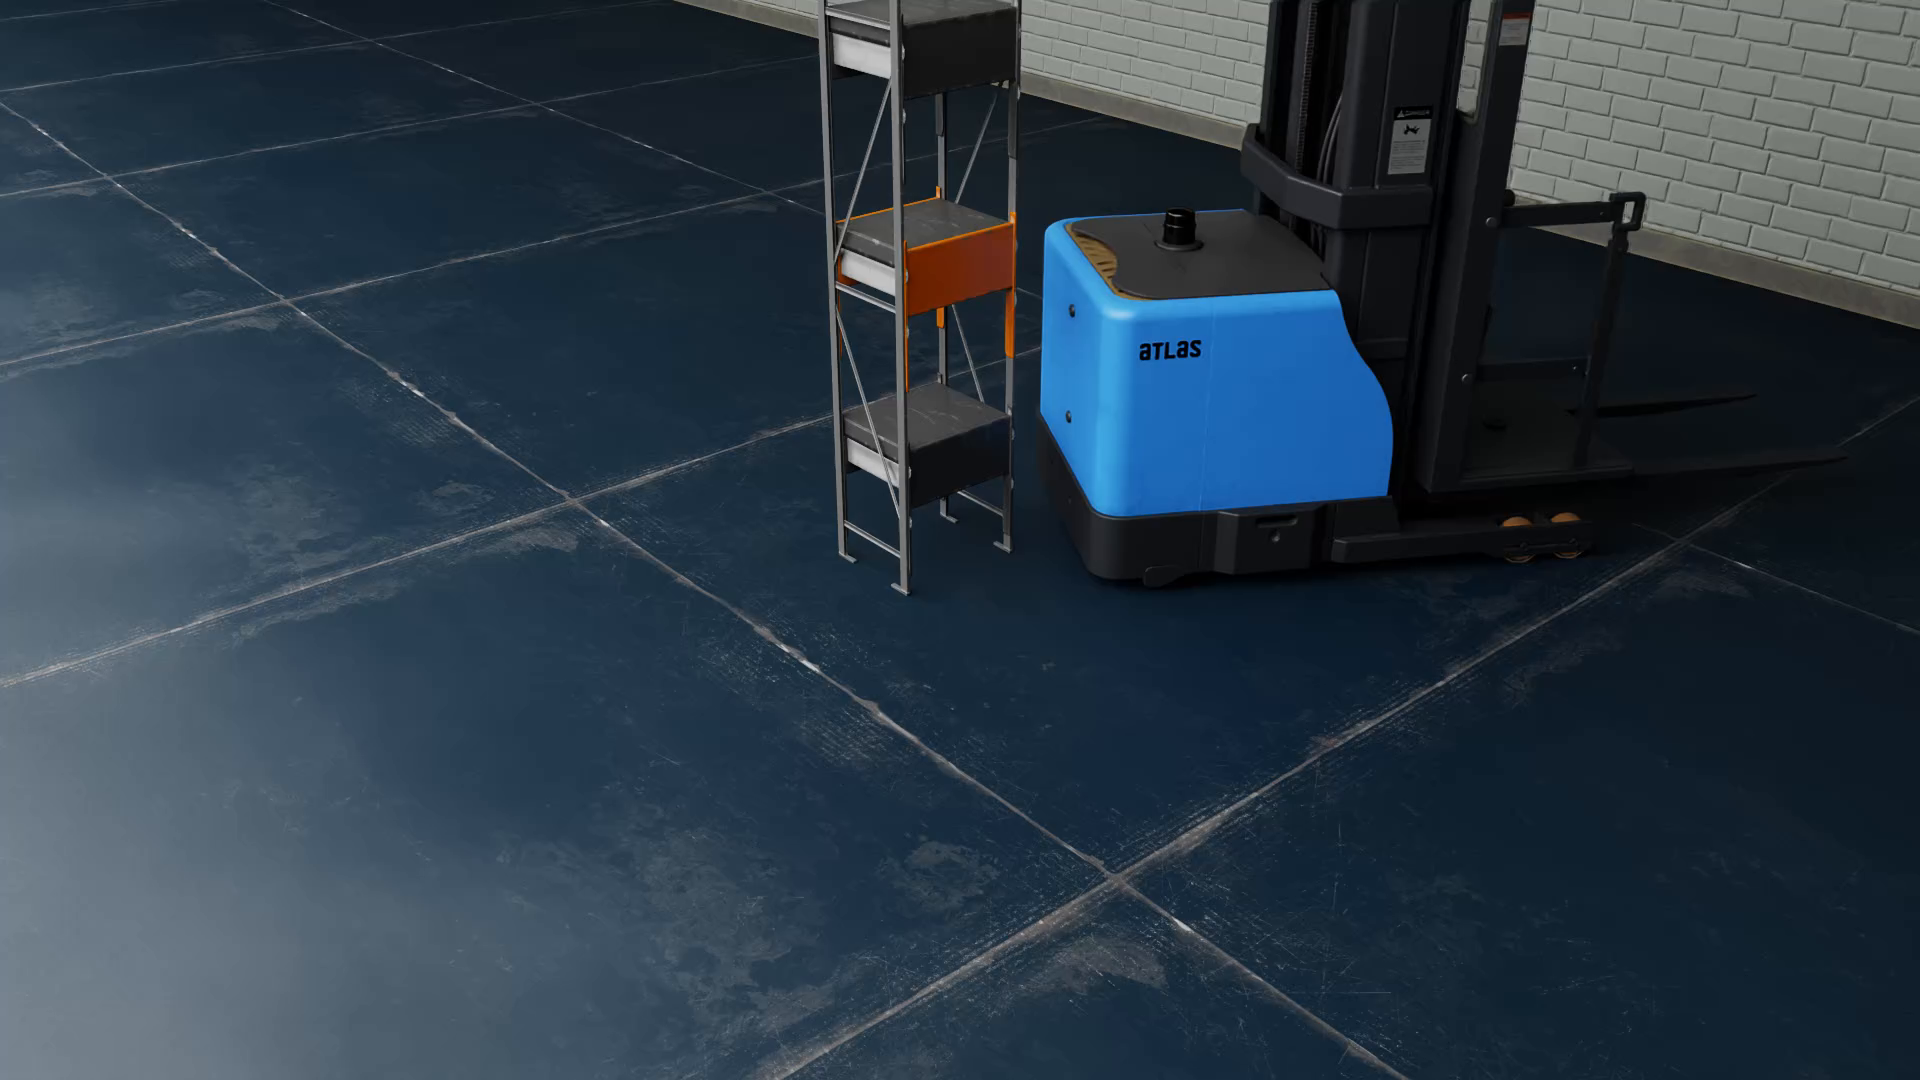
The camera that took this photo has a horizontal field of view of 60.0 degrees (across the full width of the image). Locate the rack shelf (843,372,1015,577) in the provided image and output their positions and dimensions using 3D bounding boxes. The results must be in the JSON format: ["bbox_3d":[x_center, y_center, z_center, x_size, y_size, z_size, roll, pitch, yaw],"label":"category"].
[{"bbox_3d":[-0.126,-0.246,5.997,0.480,0.518,0.431,-22,35,-35],"label":"rack shelf"}]

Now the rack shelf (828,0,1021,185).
[{"bbox_3d":[-0.126,-1.481,5.337,0.480,0.518,0.431,-22,35,-35],"label":"rack shelf"}]

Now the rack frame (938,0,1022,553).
[{"bbox_3d":[0.060,-0.950,5.800,0.015,2.100,0.400,-22,35,-35],"label":"rack frame"}]

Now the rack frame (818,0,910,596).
[{"bbox_3d":[-0.312,-0.801,5.521,0.015,2.100,0.400,-22,35,-35],"label":"rack frame"}]

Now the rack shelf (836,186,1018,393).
[{"bbox_3d":[-0.126,-0.863,5.667,0.480,0.518,0.431,-22,35,-35],"label":"rack shelf"}]

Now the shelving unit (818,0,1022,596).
[{"bbox_3d":[-0.126,-0.875,5.660,0.503,2.100,0.431,-22,35,-35],"label":"shelving unit"}]

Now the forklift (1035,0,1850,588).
[{"bbox_3d":[1.868,-1.449,5.851,3.031,2.935,1.130,-5,28,-9],"label":"forklift"}]
